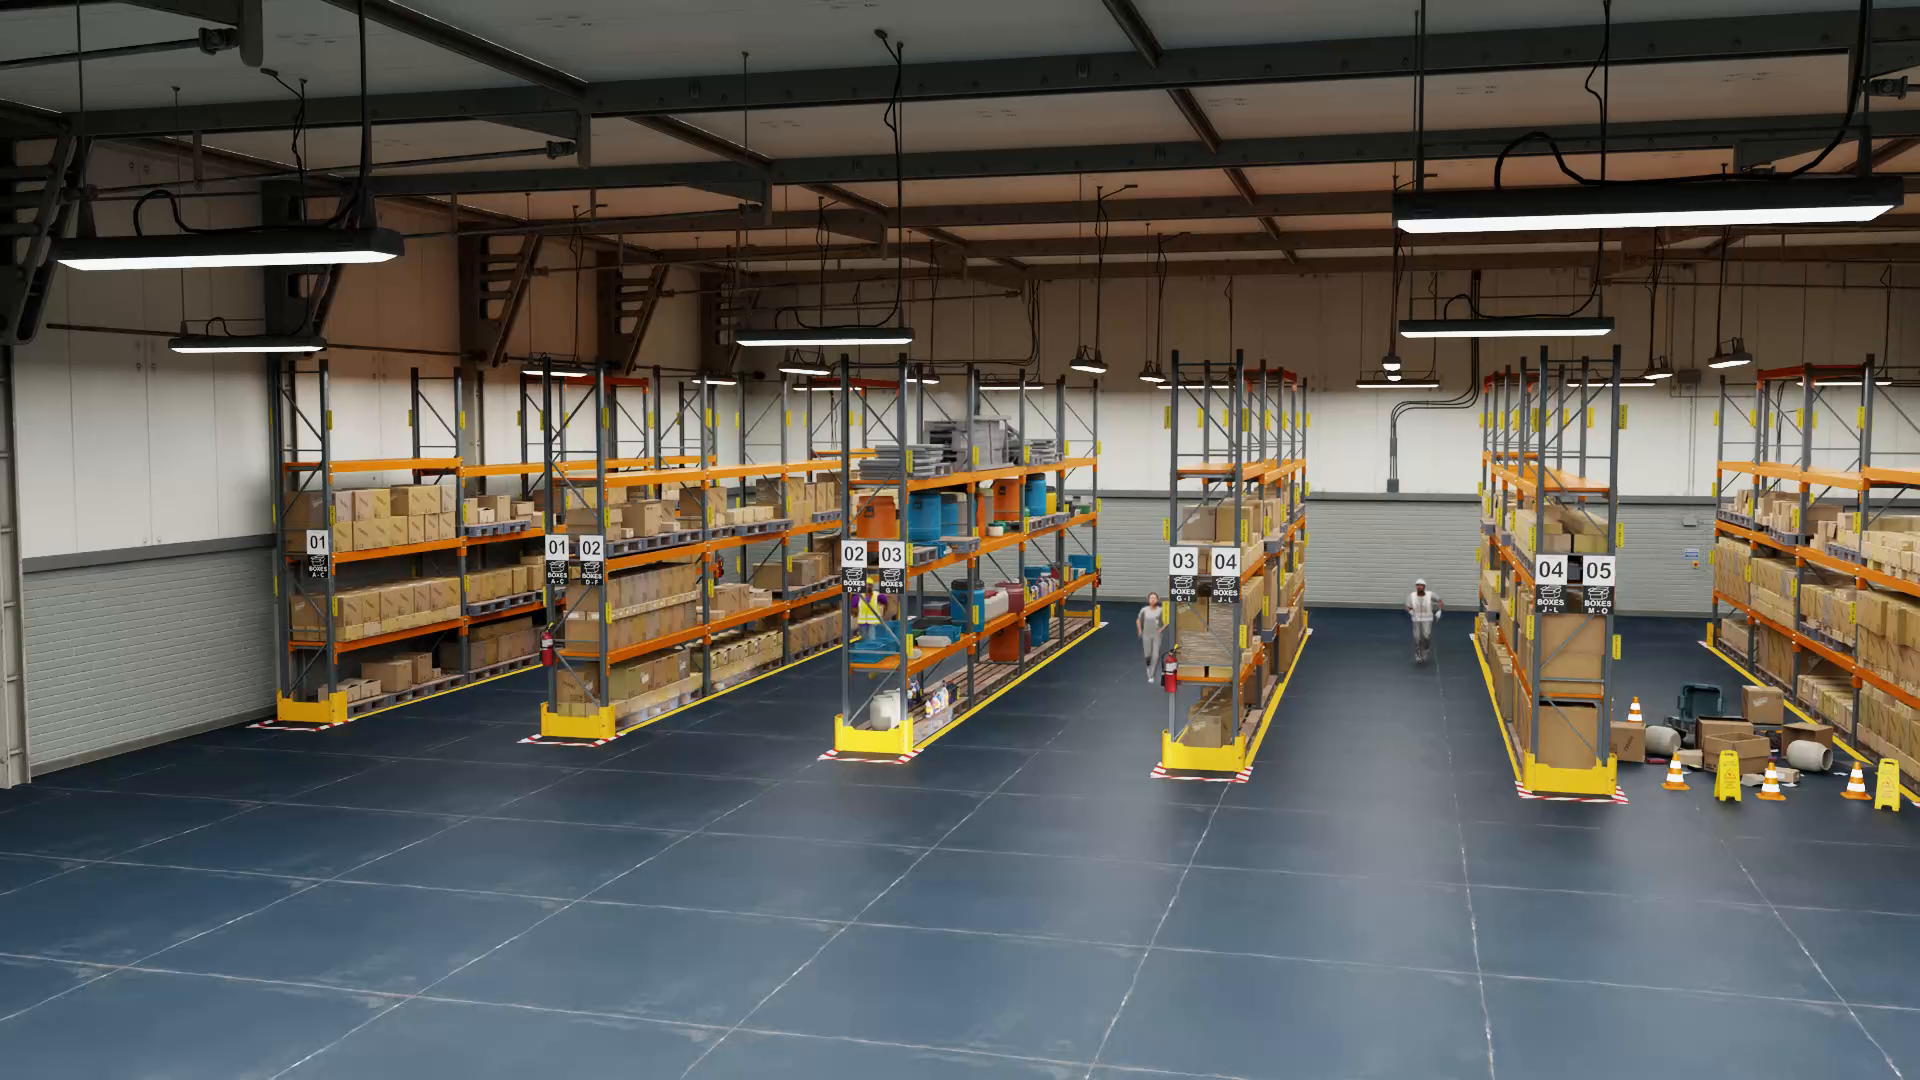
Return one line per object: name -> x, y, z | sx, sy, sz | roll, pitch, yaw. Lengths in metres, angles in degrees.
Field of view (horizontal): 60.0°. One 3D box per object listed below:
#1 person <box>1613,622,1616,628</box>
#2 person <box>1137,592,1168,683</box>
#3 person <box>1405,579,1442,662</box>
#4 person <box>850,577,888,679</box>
person -> 14.878, 1.308, 38.896 | 0.889, 1.788, 0.668 | 1, 4, 15
person -> 3.454, 1.751, 29.875 | 0.567, 1.624, 0.518 | 1, 4, 8
person -> 9.497, 1.664, 34.124 | 0.711, 1.731, 0.785 | 2, 4, 23
person -> -1.725, 1.623, 31.044 | 0.676, 1.872, 0.746 | 1, 4, 12
